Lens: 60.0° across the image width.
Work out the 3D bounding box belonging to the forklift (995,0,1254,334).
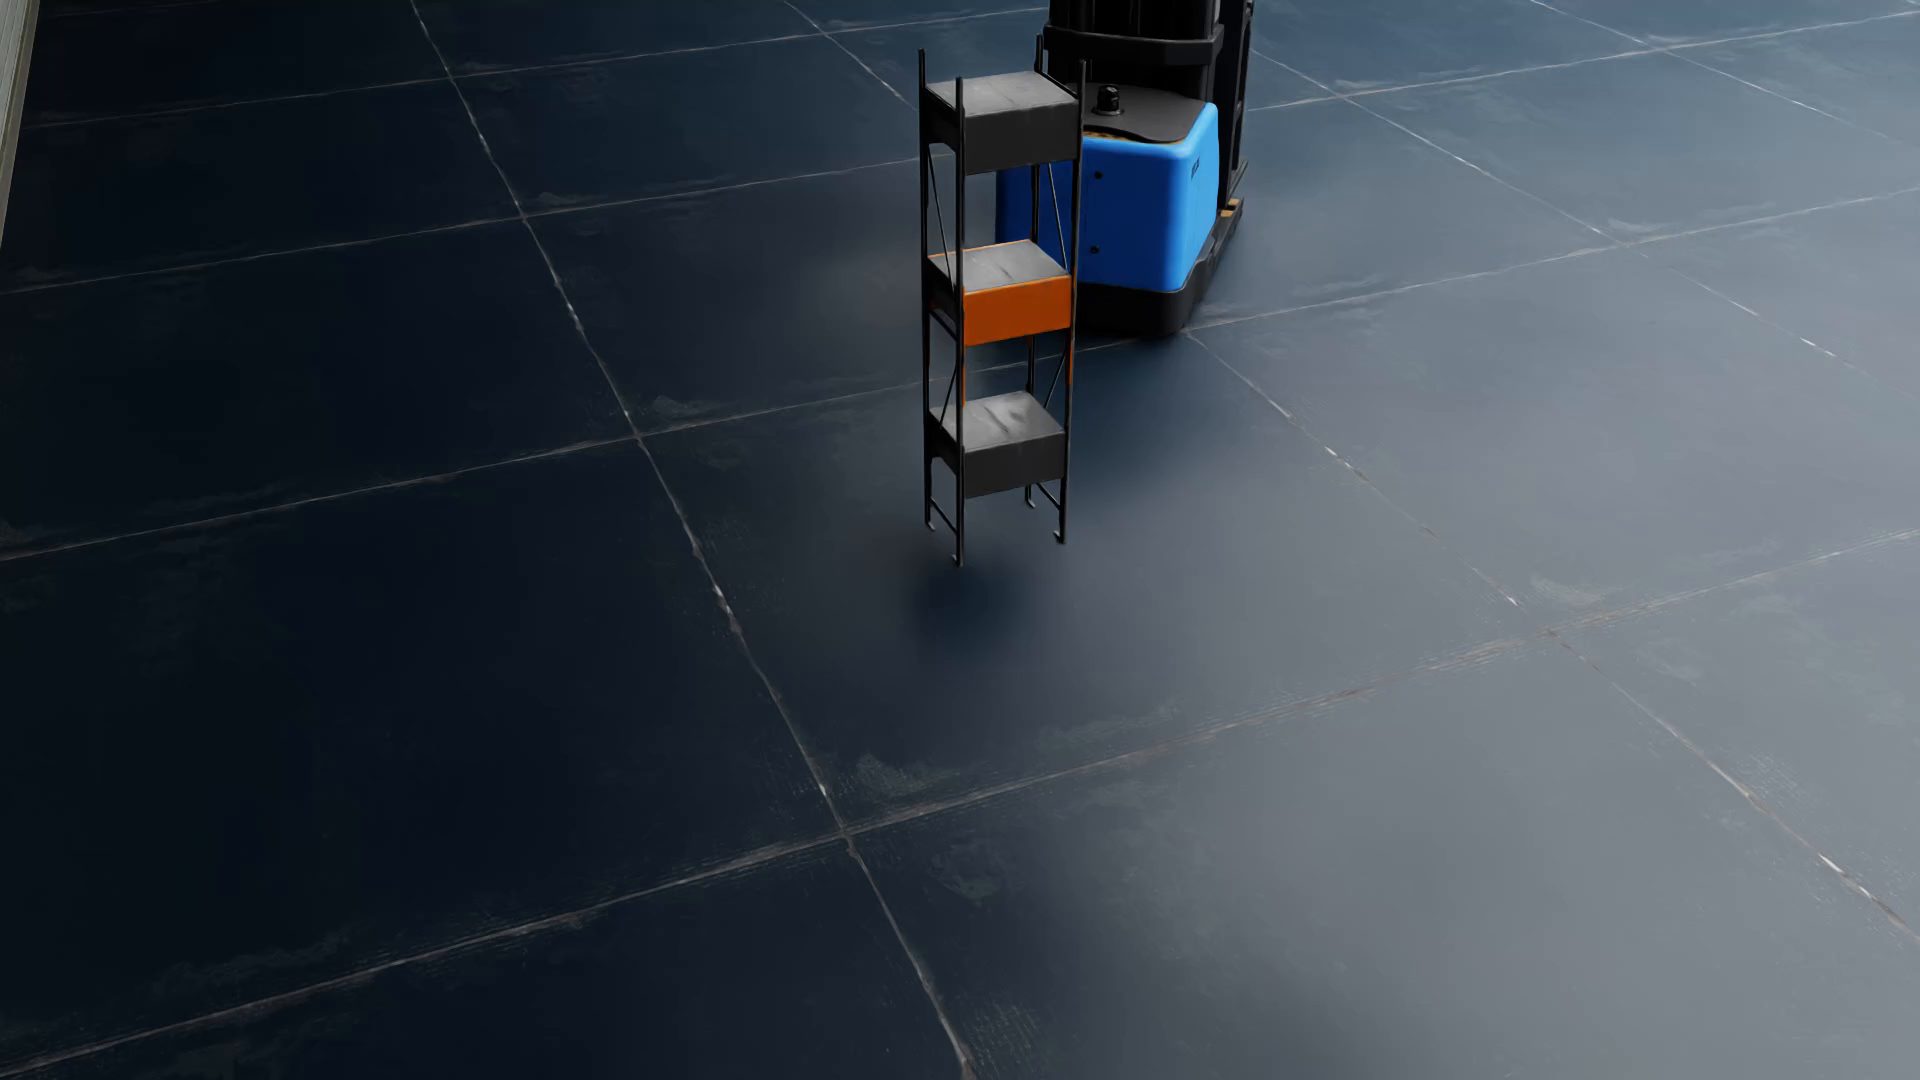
[{"bbox_3d":[1.108,-3.114,9.348,1.130,2.935,3.031,10,34,15],"label":"forklift"}]

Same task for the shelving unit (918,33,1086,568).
[{"bbox_3d":[0.153,-0.915,6.731,0.503,2.100,0.431,-13,35,-19],"label":"shelving unit"}]

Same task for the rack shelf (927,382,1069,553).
[{"bbox_3d":[0.153,-0.317,7.120,0.480,0.518,0.431,-13,35,-19],"label":"rack shelf"}]

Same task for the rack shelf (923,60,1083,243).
[{"bbox_3d":[0.153,-1.490,6.357,0.480,0.518,0.431,-13,35,-19],"label":"rack shelf"}]

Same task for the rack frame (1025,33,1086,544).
[{"bbox_3d":[0.378,-0.967,6.810,0.015,2.100,0.400,-13,35,-19],"label":"rack frame"}]

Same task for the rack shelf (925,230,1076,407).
[{"bbox_3d":[0.153,-0.904,6.738,0.480,0.518,0.431,-13,35,-19],"label":"rack shelf"}]

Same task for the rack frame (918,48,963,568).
[{"bbox_3d":[-0.072,-0.864,6.652,0.015,2.100,0.400,-13,35,-19],"label":"rack frame"}]
